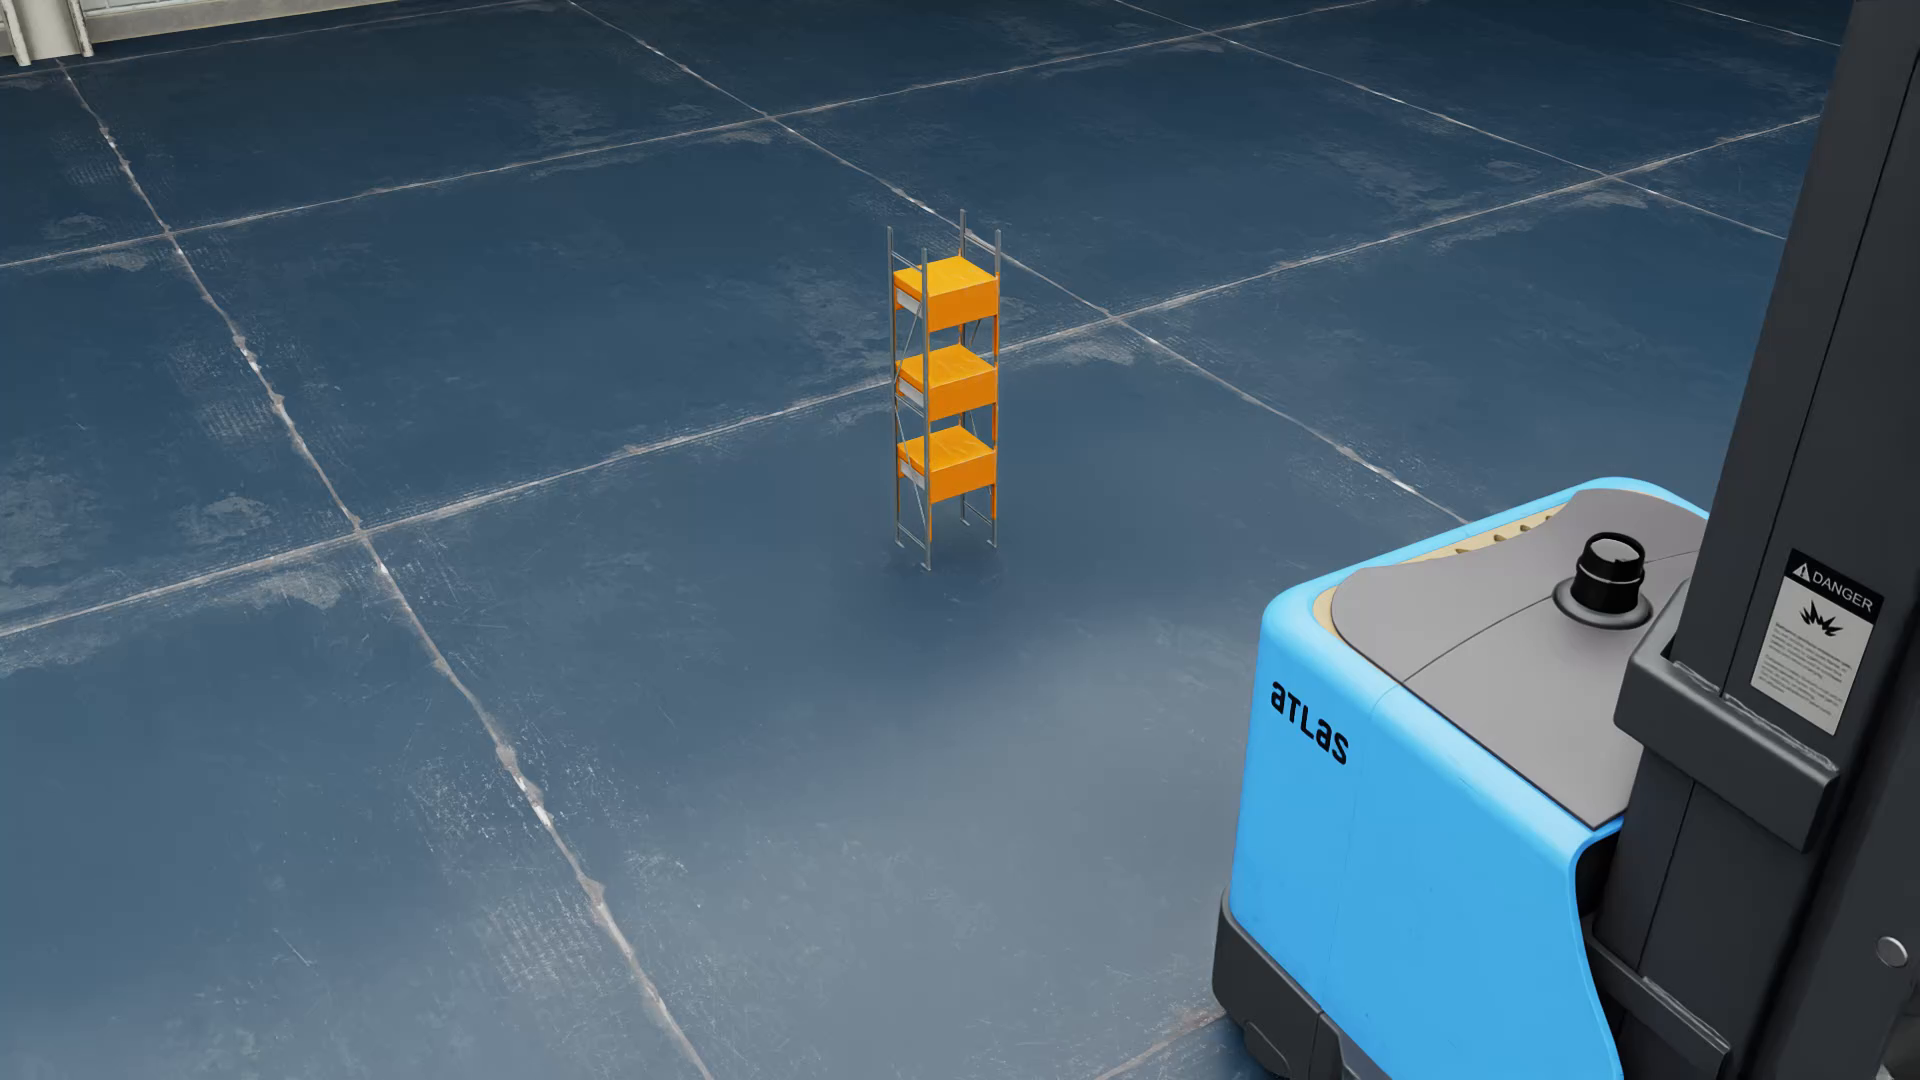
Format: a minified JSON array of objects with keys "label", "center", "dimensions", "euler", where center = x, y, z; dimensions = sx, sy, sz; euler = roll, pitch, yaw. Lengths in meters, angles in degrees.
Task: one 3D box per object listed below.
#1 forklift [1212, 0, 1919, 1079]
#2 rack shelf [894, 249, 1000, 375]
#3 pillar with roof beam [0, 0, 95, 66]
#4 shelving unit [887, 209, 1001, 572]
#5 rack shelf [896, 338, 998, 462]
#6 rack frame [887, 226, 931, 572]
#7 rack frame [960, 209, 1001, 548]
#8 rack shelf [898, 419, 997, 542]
[{"label":"forklift","center":[1.715,0.325,1.988],"dimensions":[1.130,2.935,3.031],"euler":[-17,36,-25]},{"label":"rack shelf","center":[-0.045,-0.660,4.800],"dimensions":[0.240,0.259,0.215],"euler":[-19,37,-27]},{"label":"pillar with roof beam","center":[-2.996,-4.730,4.315],"dimensions":[0.400,9.000,9.100],"euler":[-19,37,-27]},{"label":"shelving unit","center":[-0.045,-0.429,4.945],"dimensions":[0.252,1.050,0.215],"euler":[-19,37,-27]},{"label":"rack shelf","center":[-0.045,-0.420,4.951],"dimensions":[0.240,0.259,0.215],"euler":[-19,37,-27]},{"label":"rack frame","center":[-0.148,-0.393,4.889],"dimensions":[0.008,1.050,0.200],"euler":[-19,37,-27]},{"label":"rack frame","center":[0.058,-0.464,5.001],"dimensions":[0.008,1.050,0.200],"euler":[-19,37,-27]},{"label":"rack shelf","center":[-0.045,-0.185,5.099],"dimensions":[0.240,0.259,0.215],"euler":[-19,37,-27]}]
